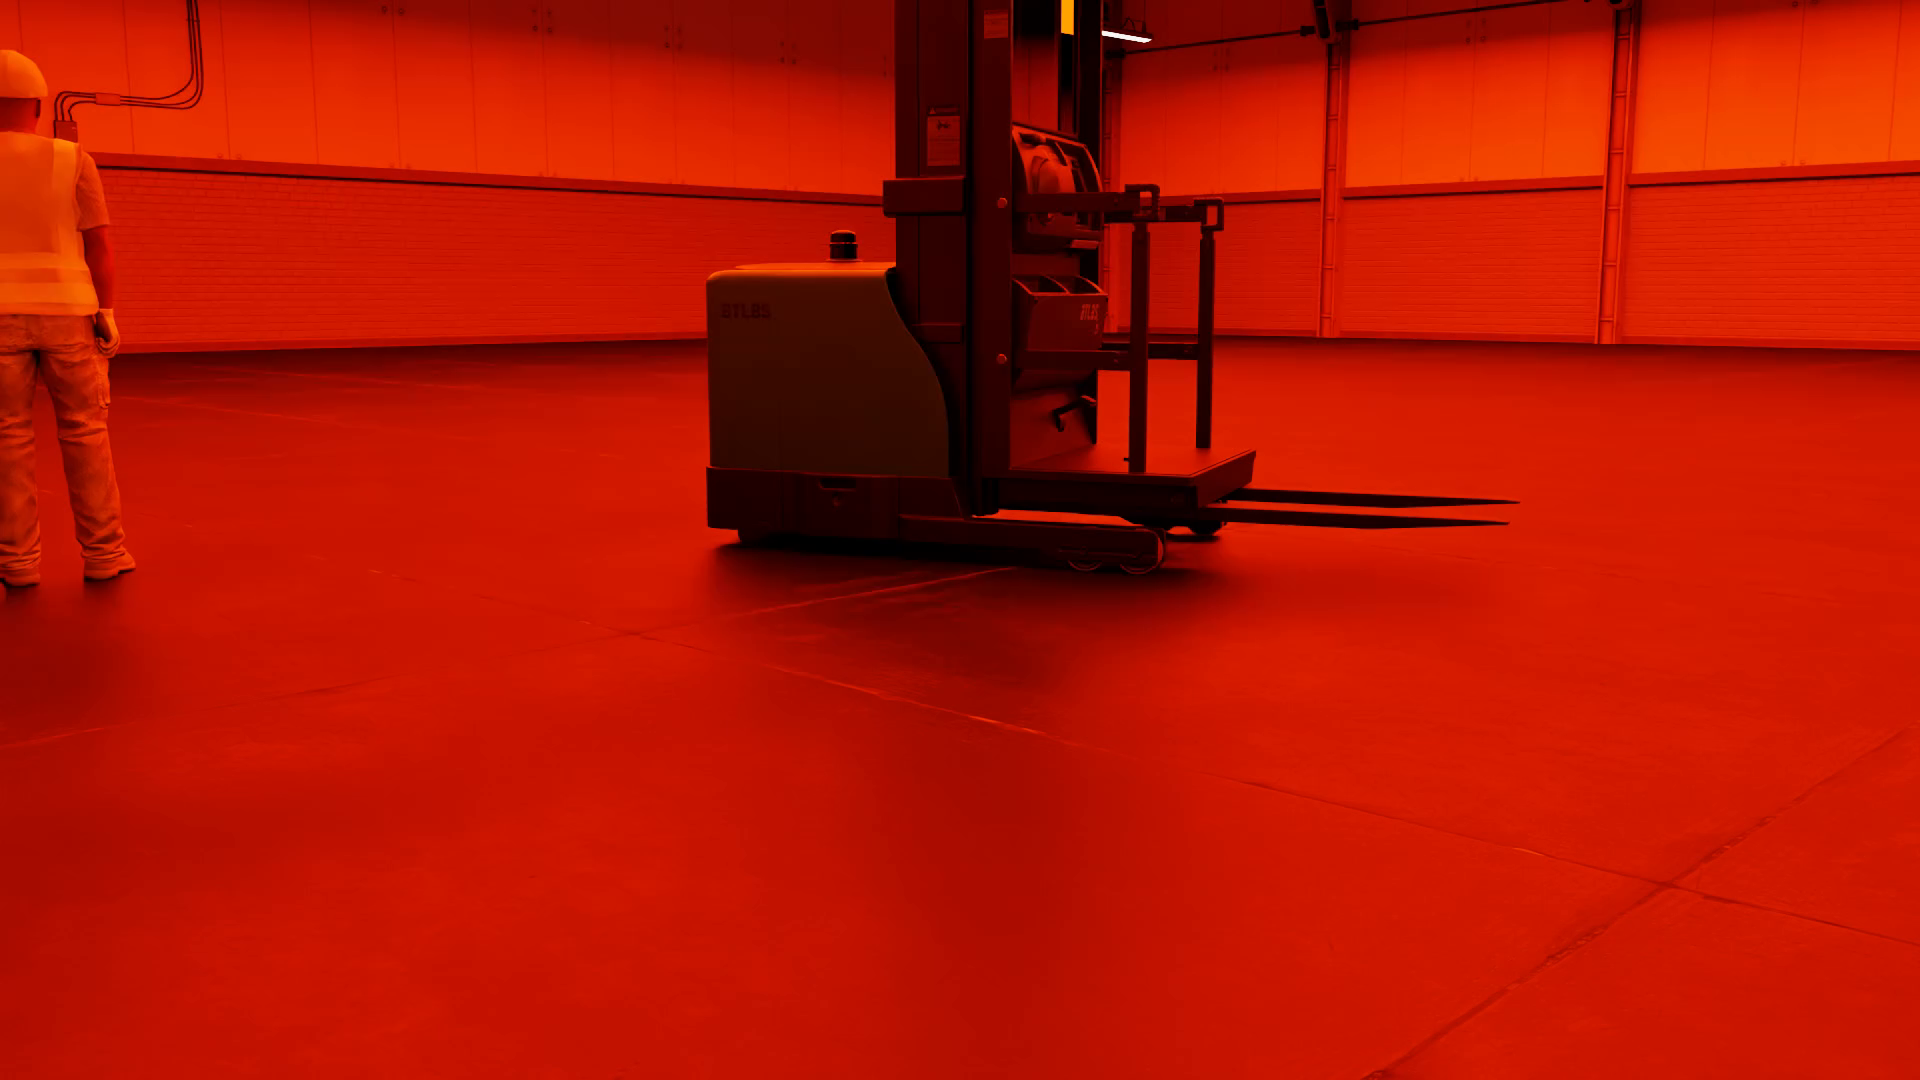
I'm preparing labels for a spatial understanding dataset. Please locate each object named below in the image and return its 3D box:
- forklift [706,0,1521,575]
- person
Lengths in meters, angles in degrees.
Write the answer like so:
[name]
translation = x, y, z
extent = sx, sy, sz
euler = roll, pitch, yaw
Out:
[forklift]
translation = 0.565, -1.416, 6.275
extent = 3.031, 2.935, 1.130
euler = 3, 9, 22
[person]
translation = -3.174, -0.748, 5.687
extent = 0.536, 1.790, 0.386
euler = -4, 9, -25
